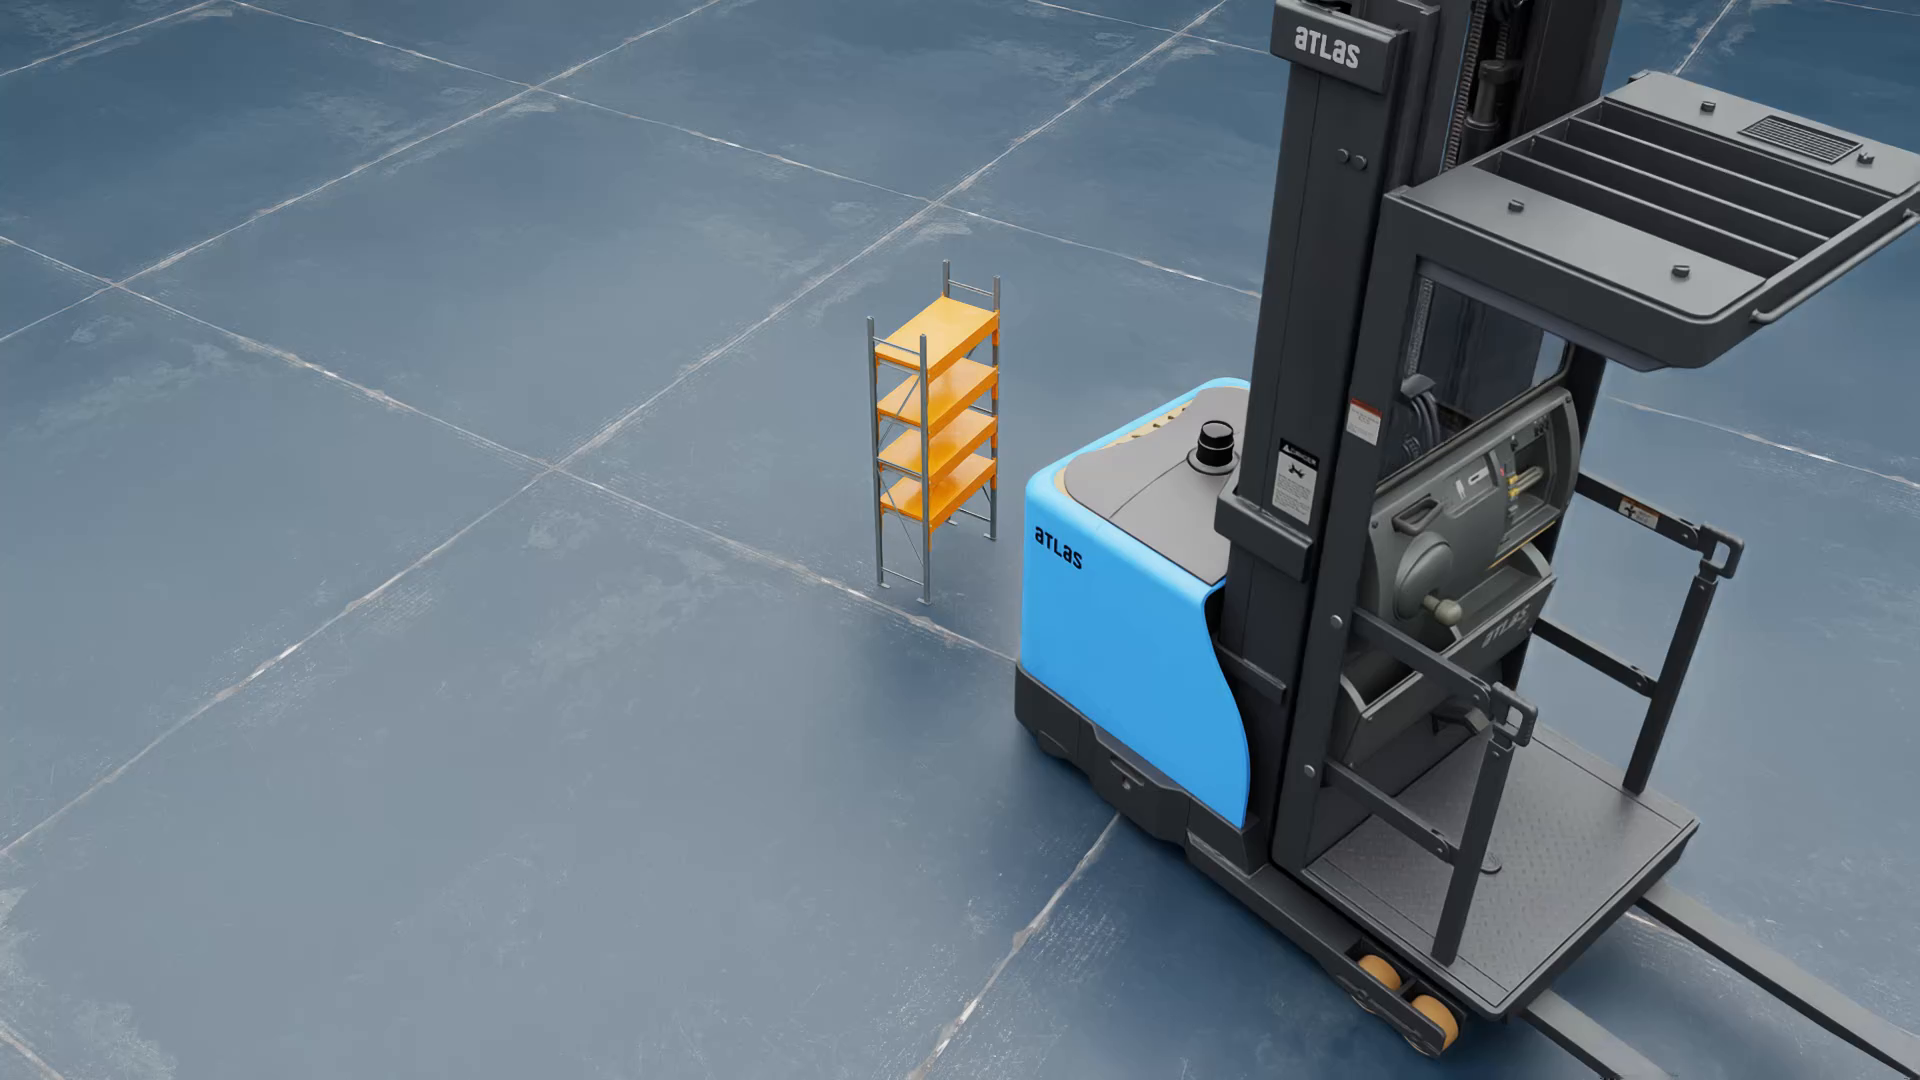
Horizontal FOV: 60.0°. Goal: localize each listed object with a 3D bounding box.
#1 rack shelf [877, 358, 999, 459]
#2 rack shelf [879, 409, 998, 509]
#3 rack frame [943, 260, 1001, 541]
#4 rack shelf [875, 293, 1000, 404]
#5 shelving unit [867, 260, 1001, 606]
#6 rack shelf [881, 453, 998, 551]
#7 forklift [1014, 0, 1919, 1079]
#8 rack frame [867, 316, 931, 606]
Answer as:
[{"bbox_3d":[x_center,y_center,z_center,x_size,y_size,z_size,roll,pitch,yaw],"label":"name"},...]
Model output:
[{"bbox_3d":[-0.089,-0.514,6.177,0.258,0.148,0.480,21,42,25],"label":"rack shelf"},{"bbox_3d":[-0.089,-0.337,6.314,0.258,0.148,0.480,21,42,25],"label":"rack shelf"},{"bbox_3d":[0.042,-0.516,6.436,0.240,1.200,0.015,21,42,25],"label":"rack frame"},{"bbox_3d":[-0.089,-0.701,6.033,0.258,0.148,0.480,21,42,25],"label":"rack shelf"},{"bbox_3d":[-0.089,-0.390,6.273,0.258,1.200,0.503,21,42,25],"label":"shelving unit"},{"bbox_3d":[-0.089,-0.179,6.435,0.258,0.148,0.480,21,42,25],"label":"rack shelf"},{"bbox_3d":[1.542,-0.027,4.384,1.130,2.935,3.031,-28,46,-32],"label":"forklift"},{"bbox_3d":[-0.219,-0.264,6.110,0.240,1.200,0.015,21,42,25],"label":"rack frame"}]
